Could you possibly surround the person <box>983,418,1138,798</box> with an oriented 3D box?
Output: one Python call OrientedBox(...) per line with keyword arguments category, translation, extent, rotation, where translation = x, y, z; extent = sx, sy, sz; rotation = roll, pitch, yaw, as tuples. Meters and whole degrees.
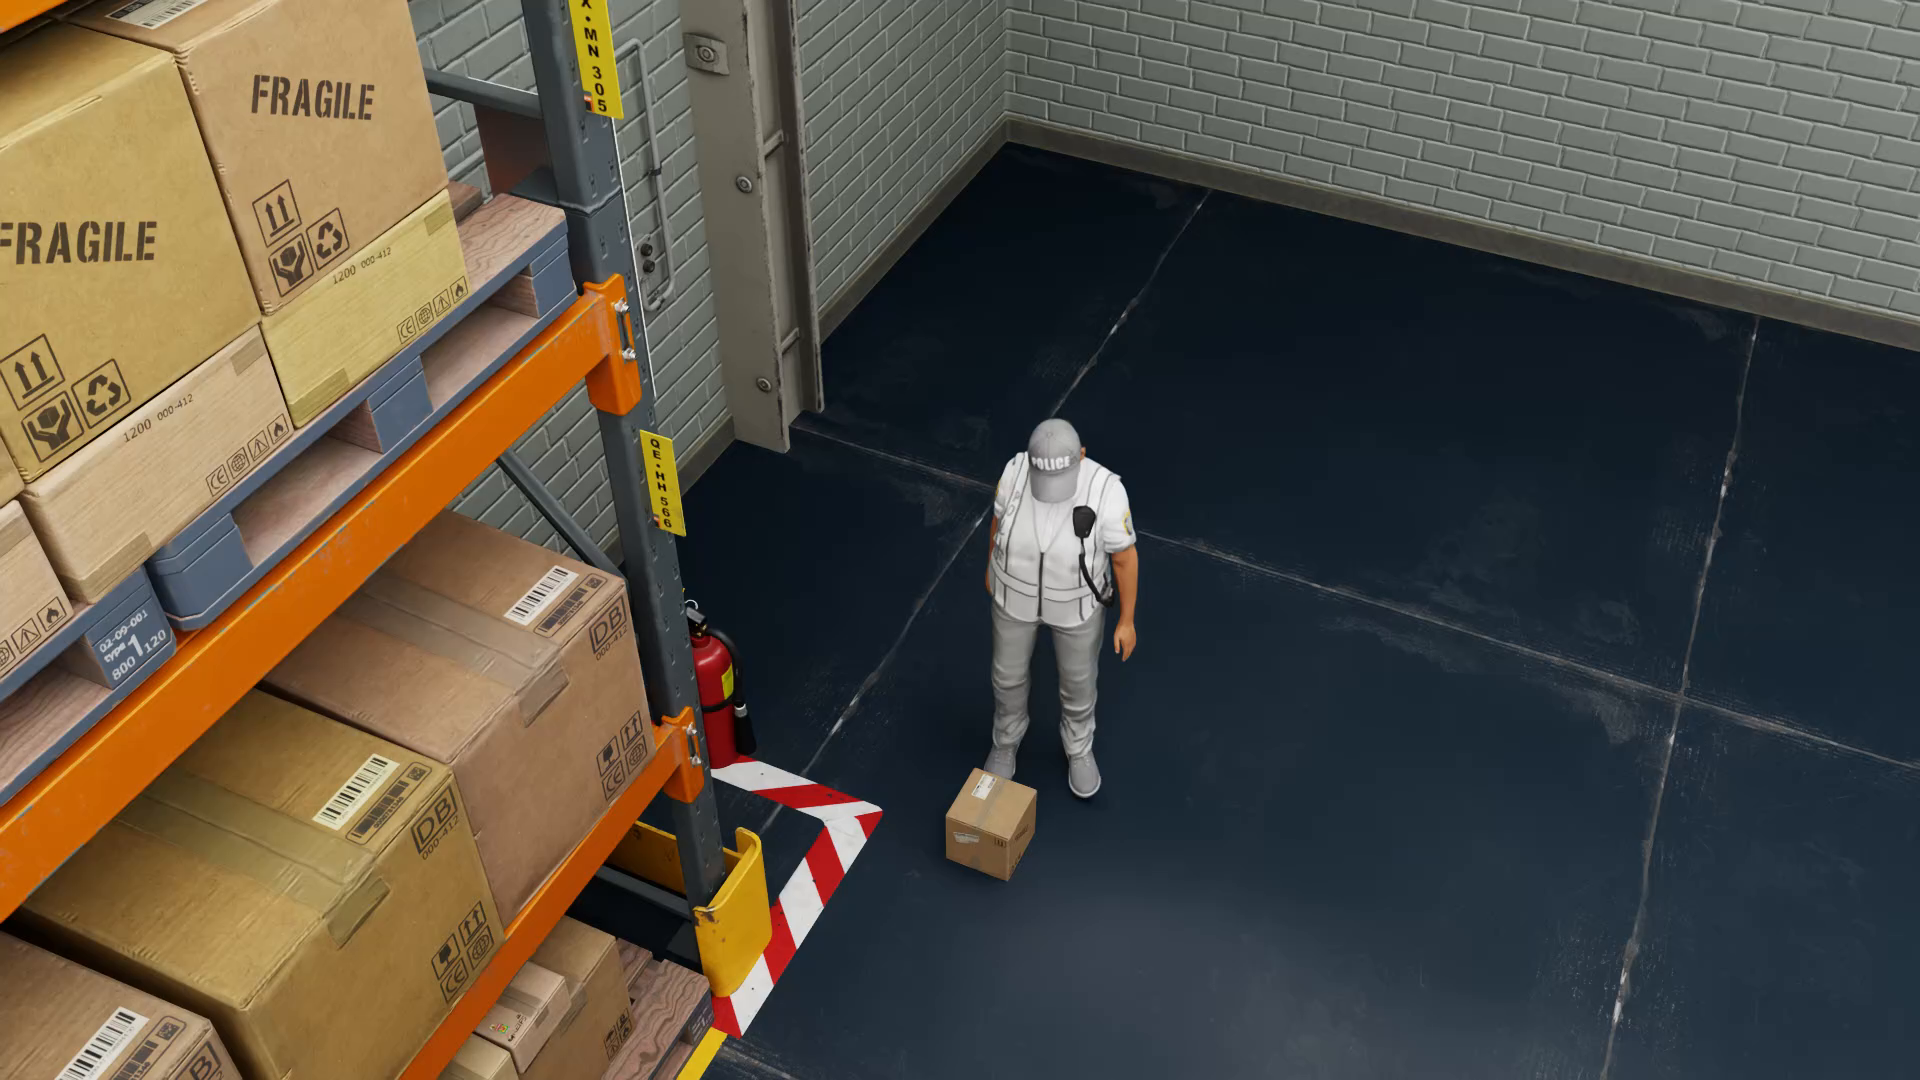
OrientedBox(category="person", translation=(0.346, 0.247, 5.894), extent=(0.587, 1.697, 0.386), rotation=(9, 43, 10))
